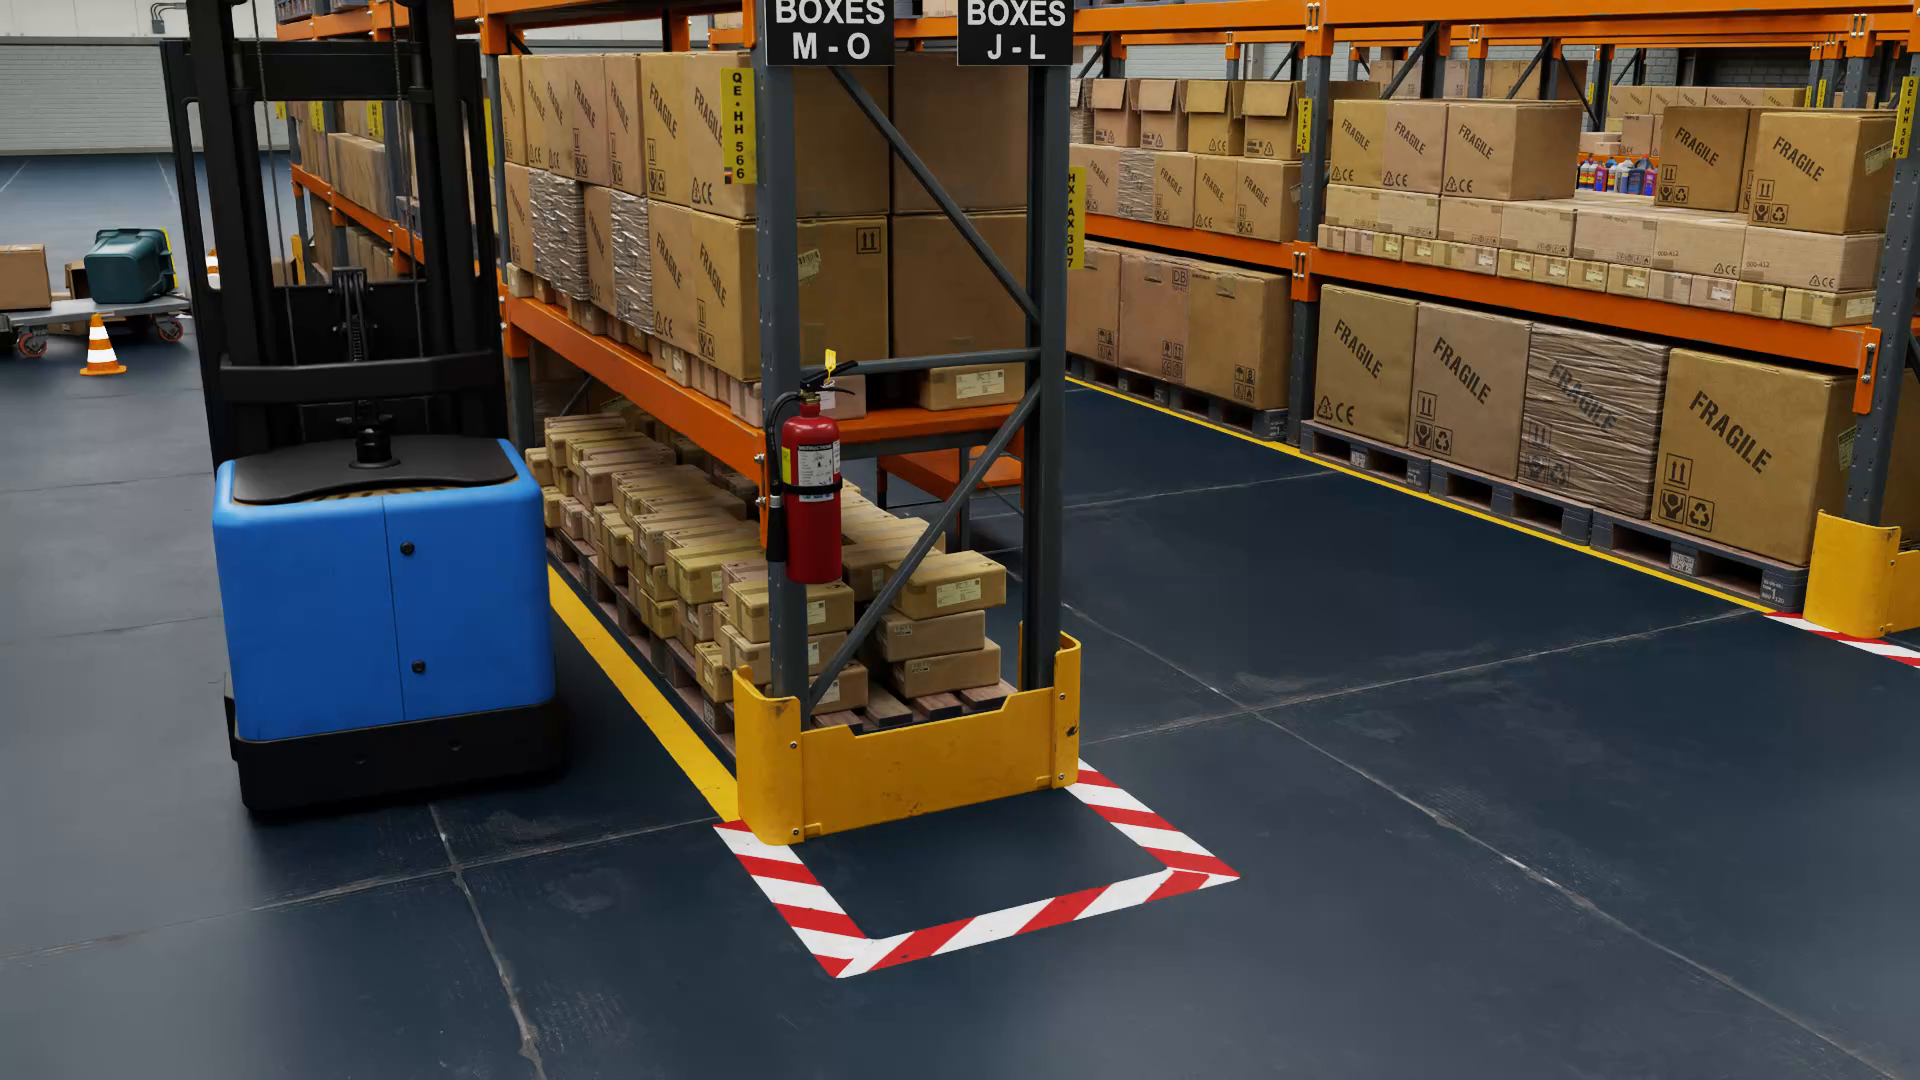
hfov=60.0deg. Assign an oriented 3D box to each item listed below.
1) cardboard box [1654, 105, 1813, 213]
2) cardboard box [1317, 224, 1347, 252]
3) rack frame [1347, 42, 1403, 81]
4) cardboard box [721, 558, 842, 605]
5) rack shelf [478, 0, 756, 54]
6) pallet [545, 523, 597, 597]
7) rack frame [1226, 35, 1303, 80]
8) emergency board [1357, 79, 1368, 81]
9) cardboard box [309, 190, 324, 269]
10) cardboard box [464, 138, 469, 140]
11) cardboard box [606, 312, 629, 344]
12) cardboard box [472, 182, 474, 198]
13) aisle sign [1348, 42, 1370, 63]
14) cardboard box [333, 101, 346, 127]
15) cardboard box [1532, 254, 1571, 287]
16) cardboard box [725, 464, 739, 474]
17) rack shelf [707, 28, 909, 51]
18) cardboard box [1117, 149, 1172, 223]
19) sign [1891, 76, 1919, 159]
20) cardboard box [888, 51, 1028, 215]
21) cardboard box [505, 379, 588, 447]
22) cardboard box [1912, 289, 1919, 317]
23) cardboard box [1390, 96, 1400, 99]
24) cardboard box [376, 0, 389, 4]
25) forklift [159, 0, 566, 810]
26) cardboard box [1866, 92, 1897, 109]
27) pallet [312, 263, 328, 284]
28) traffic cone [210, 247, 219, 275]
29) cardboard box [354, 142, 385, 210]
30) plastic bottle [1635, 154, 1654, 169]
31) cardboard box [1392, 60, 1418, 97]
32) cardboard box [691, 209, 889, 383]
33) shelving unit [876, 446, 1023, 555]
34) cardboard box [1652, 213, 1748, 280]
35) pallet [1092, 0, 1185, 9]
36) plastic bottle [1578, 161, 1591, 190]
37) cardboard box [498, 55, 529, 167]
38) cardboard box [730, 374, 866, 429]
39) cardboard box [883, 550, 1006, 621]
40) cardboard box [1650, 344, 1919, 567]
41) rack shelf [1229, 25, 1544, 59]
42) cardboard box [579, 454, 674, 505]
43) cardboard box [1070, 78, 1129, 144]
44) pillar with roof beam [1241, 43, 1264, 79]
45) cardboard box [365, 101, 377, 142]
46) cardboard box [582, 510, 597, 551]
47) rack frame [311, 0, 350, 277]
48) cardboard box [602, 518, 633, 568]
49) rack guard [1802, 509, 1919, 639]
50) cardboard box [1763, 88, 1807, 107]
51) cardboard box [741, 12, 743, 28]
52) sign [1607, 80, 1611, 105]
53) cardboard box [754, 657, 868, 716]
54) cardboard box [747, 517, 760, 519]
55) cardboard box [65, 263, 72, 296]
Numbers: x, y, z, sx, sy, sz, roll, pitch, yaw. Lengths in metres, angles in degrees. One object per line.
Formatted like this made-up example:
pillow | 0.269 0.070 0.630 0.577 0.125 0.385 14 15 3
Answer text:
cardboard box | 3.952 -1.958 8.508 0.500 0.500 0.500 -8 18 -26
cardboard box | 2.449 -1.881 10.321 0.380 0.149 0.250 -8 18 -25
rack frame | 6.268 -6.287 25.219 1.000 3.000 0.127 -8 18 -25
cardboard box | -0.650 0.164 6.070 0.380 0.149 0.250 -7 18 -24
rack shelf | -1.008 -2.141 6.639 1.077 0.370 4.000 -8 18 -25
pallet | -1.558 -0.038 8.500 1.003 0.211 1.213 -8 18 -25
rack frame | 3.566 -4.697 19.681 1.000 3.000 0.127 -8 18 -25
emergency board | 8.127 -8.922 34.404 0.194 1.169 0.643 -8 18 -25
cardboard box | -6.785 -3.537 18.727 0.875 0.875 0.875 -8 18 -25
cardboard box | -3.031 -2.436 10.416 0.380 0.149 0.250 -7 17 -23
cardboard box | -1.274 -0.929 7.004 0.380 0.149 0.250 -7 17 -23
cardboard box | -2.582 -2.034 9.555 0.380 0.149 0.250 -8 18 -27
aisle sign | 5.964 -7.515 24.789 0.394 0.787 0.004 -8 18 -25
cardboard box | -5.520 -4.211 15.757 0.875 0.550 0.550 -8 18 -25
cardboard box | 3.250 -1.430 8.751 0.380 0.149 0.250 -7 18 -24
cardboard box | -0.857 -0.287 7.641 0.380 0.149 0.250 -8 18 -27
rack shelf | -1.762 -5.691 19.009 1.077 0.370 4.000 -8 18 -25
cardboard box | 1.508 -2.623 12.272 0.500 0.500 0.500 -8 18 -25
sign | 3.877 -1.731 6.817 0.100 0.325 0.005 -8 18 -25
cardboard box | -0.090 -1.364 5.532 0.500 0.500 0.500 -8 18 -25
cardboard box | -2.435 -0.694 9.501 0.500 0.500 0.500 -8 18 -26
cardboard box | 4.512 -1.130 7.707 0.380 0.149 0.250 -7 18 -24
cardboard box | 6.473 -6.396 24.243 0.380 0.149 0.250 -8 18 -25
cardboard box | -3.626 -3.849 11.104 0.500 0.500 0.500 -8 18 -25
forklift | -2.403 -0.890 6.539 1.130 2.935 3.031 -6 17 -21
cardboard box | 12.903 -5.884 22.838 0.700 0.500 0.500 -6 17 -19
pallet | -6.721 -2.987 18.777 1.003 0.211 1.213 -8 18 -25
traffic cone | -8.185 -2.993 18.343 0.336 0.463 0.334 -8 18 -25
cardboard box | -4.511 -2.908 13.263 0.500 0.500 0.500 -8 18 -26
plastic bottle | 5.970 -3.203 14.564 0.144 0.351 0.185 -8 18 -25
cardboard box | 6.720 -6.698 24.120 0.700 0.500 0.500 -8 18 -26
cardboard box | -0.560 -0.820 5.450 0.500 0.500 0.500 -7 18 -24
shelving unit | 0.003 -0.539 8.590 0.538 1.125 1.048 -8 18 -25
cardboard box | 3.699 -1.408 7.951 0.500 0.250 0.500 -8 18 -26
pallet | 1.689 -4.028 12.252 1.003 0.211 1.213 -7 17 -22
plastic bottle | 5.606 -3.260 14.906 0.097 0.271 0.097 0 16 0
cardboard box | -1.905 -2.071 7.996 0.500 0.500 0.500 -7 18 -24
cardboard box | -0.529 -0.475 5.422 0.380 0.149 0.250 -8 18 -25
cardboard box | -0.056 0.163 6.074 0.380 0.149 0.250 -9 18 -27
cardboard box | 4.019 -0.453 7.981 0.875 0.875 0.875 -8 18 -25
rack shelf | 4.443 -5.297 17.638 1.077 0.370 4.000 -8 18 -25
cardboard box | -1.524 -0.281 7.619 0.380 0.149 0.250 -7 18 -24
cardboard box | 1.172 -3.454 13.348 0.797 0.503 0.637 -7 17 -23
pillar with roof beam | 2.677 -12.156 34.796 9.100 9.000 0.400 -8 18 -25
cardboard box | -4.498 -3.553 13.698 0.700 0.500 0.500 -8 18 -25
cardboard box | -1.585 -0.065 7.945 0.380 0.149 0.250 -8 18 -26
rack frame | -5.389 -3.524 15.594 1.000 3.000 0.127 -8 18 -25
cardboard box | -1.328 -0.006 7.201 0.380 0.149 0.250 -7 18 -24
rack guard | 4.382 0.084 7.550 1.175 0.500 0.348 -8 18 -25
cardboard box | 11.987 -6.272 24.045 0.500 0.500 0.500 -8 18 -25
cardboard box | -2.215 -6.059 19.260 0.500 0.250 0.500 -8 18 -25
sign | 8.504 -5.881 21.851 0.100 0.325 0.005 -8 18 -25
cardboard box | -0.550 0.514 5.927 0.380 0.149 0.250 -7 18 -24
cardboard box | -0.869 -0.070 7.426 0.380 0.149 0.250 -7 17 -22
cardboard box | -8.501 -2.563 16.771 0.637 0.503 0.797 7 17 23
